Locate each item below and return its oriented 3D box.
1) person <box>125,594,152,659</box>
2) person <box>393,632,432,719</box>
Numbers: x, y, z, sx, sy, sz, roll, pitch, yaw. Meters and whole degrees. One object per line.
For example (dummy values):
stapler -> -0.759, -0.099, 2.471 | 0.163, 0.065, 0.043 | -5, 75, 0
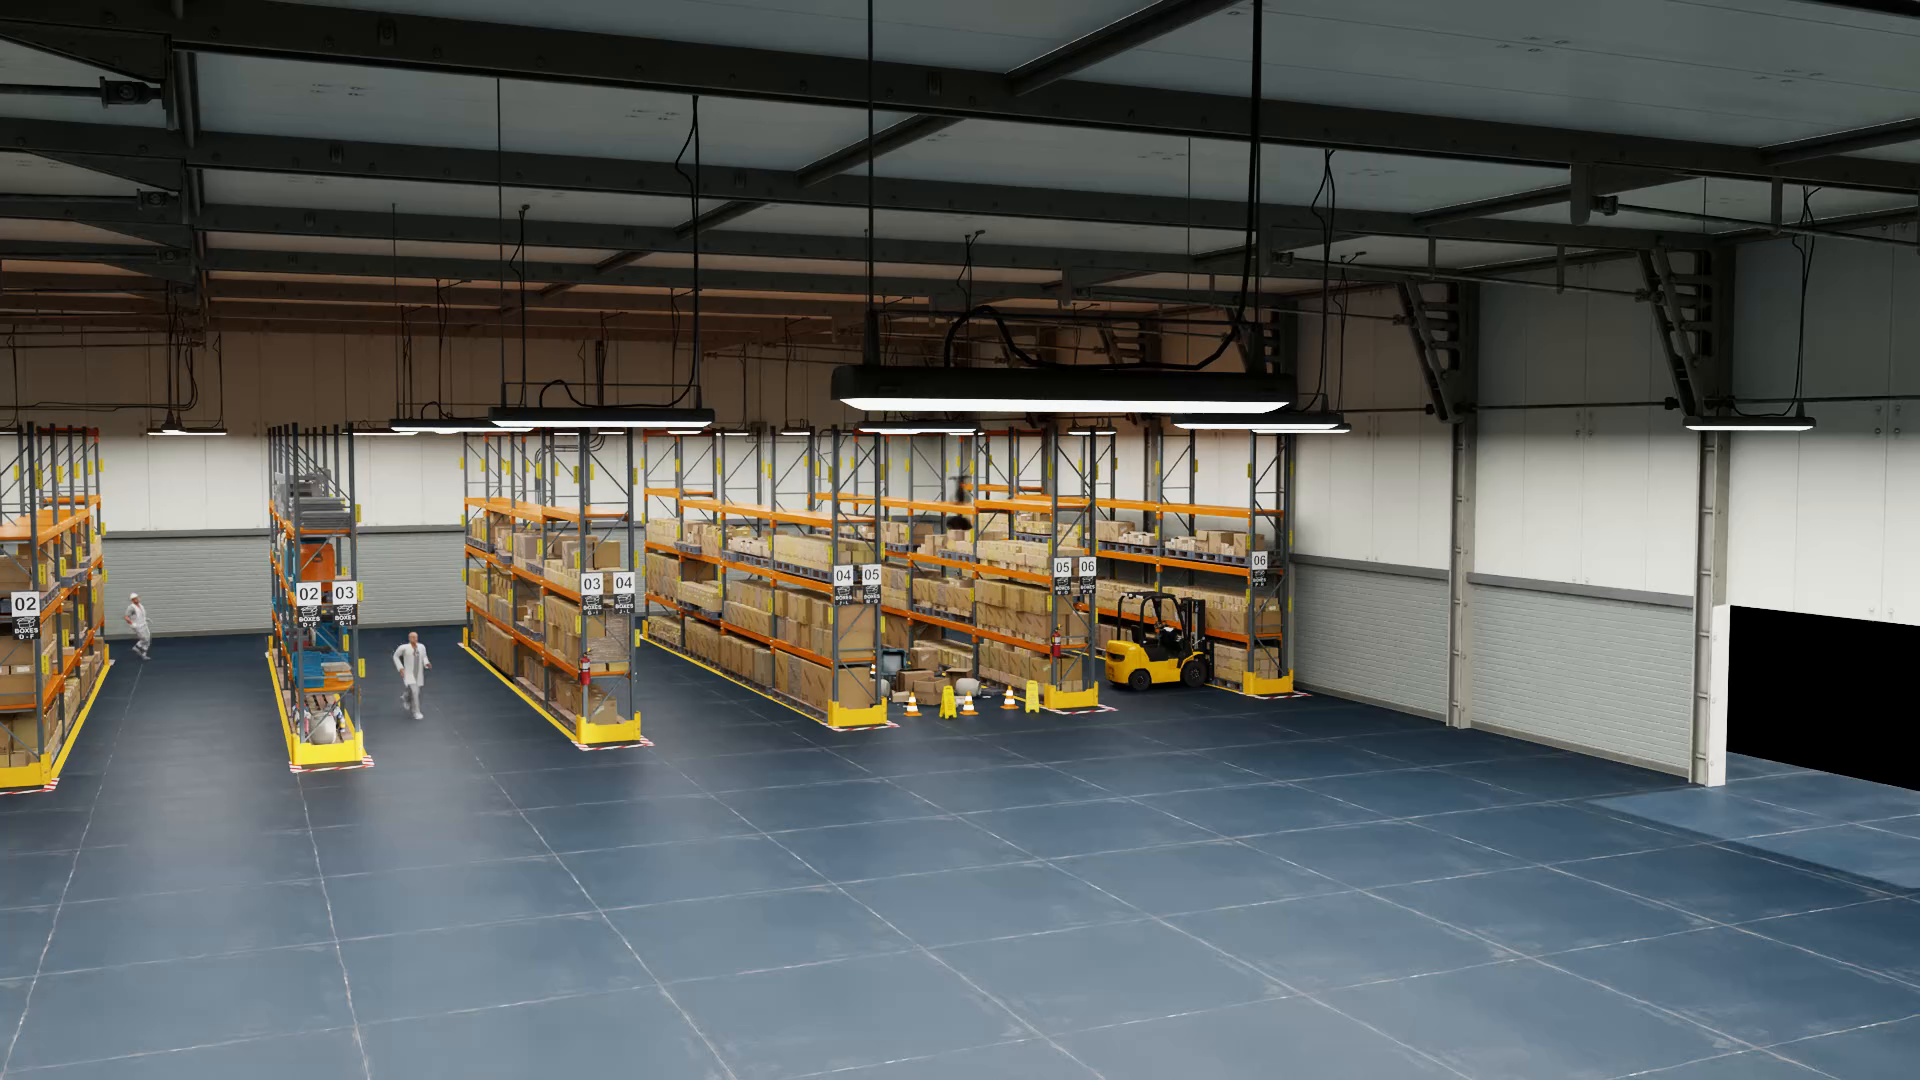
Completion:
person -> -21.221, 2.246, 43.014 | 0.528, 1.745, 0.737 | 1, 4, 9
person -> -11.305, 2.762, 34.215 | 0.956, 1.762, 0.693 | 3, 5, 44
